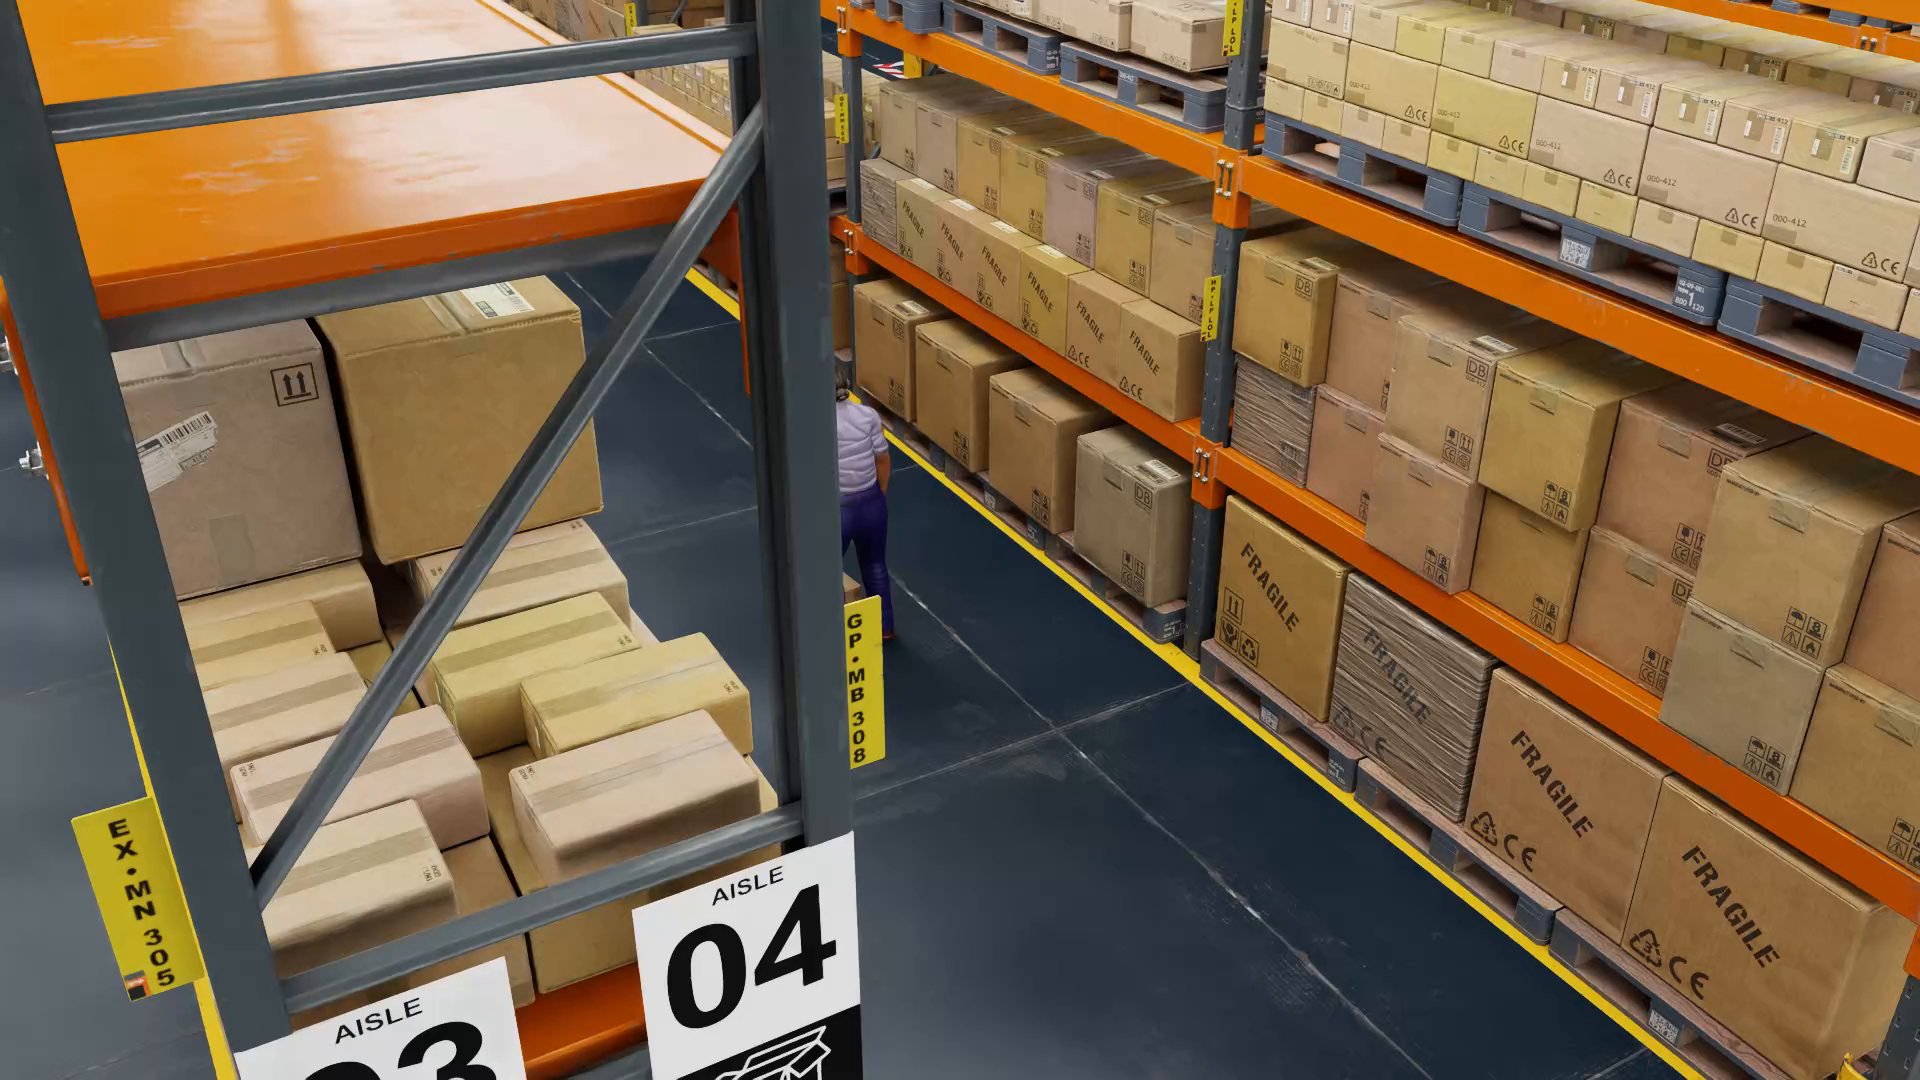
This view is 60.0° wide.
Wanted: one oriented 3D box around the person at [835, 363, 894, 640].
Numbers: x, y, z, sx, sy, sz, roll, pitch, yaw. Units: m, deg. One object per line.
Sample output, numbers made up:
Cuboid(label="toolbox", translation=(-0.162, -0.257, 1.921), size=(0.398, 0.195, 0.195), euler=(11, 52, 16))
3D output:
Cuboid(label="person", translation=(-0.597, -0.159, 8.848), size=(0.558, 1.652, 0.363), euler=(-17, 33, -28))
